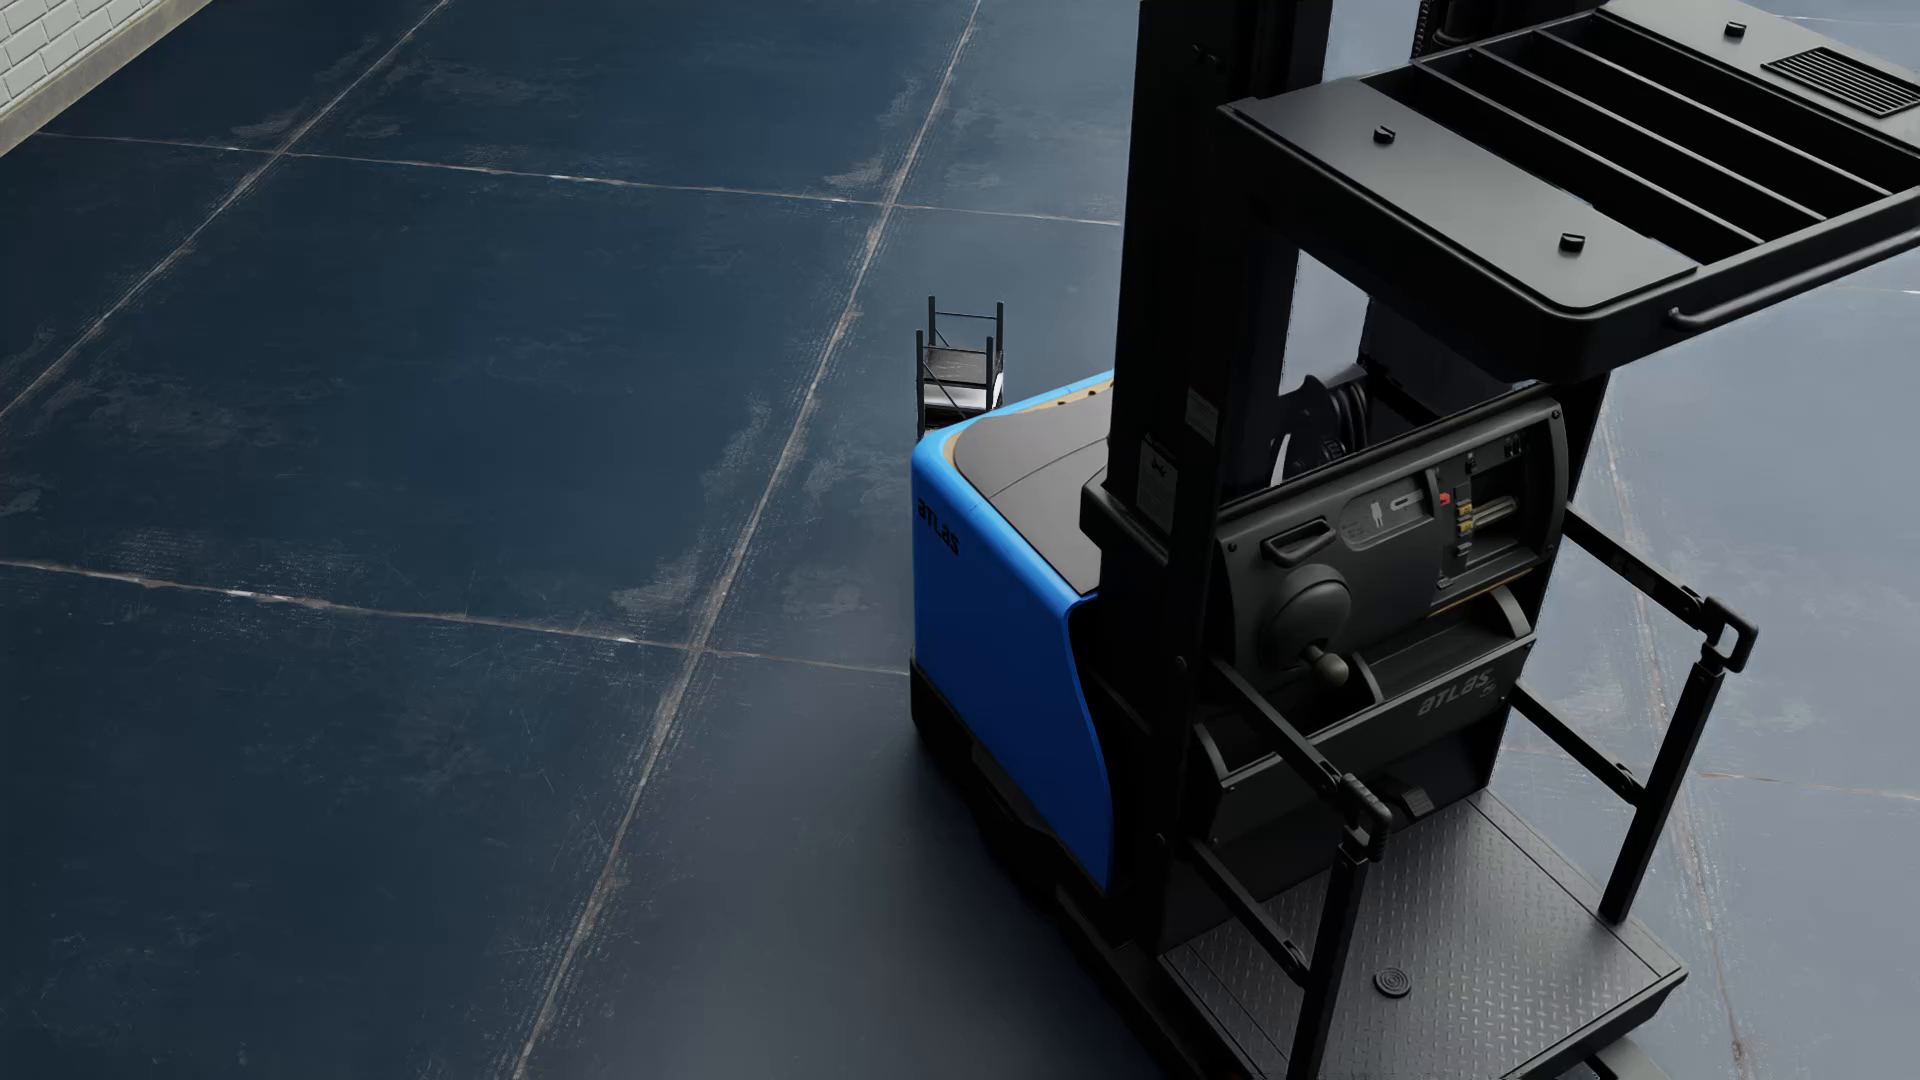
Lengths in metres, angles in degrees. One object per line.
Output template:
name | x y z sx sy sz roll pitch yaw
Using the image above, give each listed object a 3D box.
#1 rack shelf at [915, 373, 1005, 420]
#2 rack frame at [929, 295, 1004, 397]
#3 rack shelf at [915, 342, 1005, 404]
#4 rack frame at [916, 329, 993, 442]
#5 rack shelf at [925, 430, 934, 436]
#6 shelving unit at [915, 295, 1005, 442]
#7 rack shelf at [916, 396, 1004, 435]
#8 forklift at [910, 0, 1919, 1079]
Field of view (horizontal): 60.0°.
rack shelf | 0.001 -0.465 5.376 0.258 0.077 0.200 6 40 8
rack frame | 0.019 -0.416 5.547 0.240 0.900 0.006 6 40 8
rack shelf | 0.001 -0.534 5.319 0.258 0.077 0.200 6 40 8
rack frame | -0.016 -0.288 5.392 0.240 0.900 0.006 6 40 8
rack shelf | 0.001 -0.326 5.491 0.258 0.077 0.200 6 40 8
shelving unit | 0.001 -0.352 5.469 0.258 0.900 0.210 6 40 8
rack shelf | 0.001 -0.396 5.433 0.258 0.077 0.200 6 40 8
forklift | 1.036 0.081 3.352 1.130 2.935 3.031 -21 44 -23
